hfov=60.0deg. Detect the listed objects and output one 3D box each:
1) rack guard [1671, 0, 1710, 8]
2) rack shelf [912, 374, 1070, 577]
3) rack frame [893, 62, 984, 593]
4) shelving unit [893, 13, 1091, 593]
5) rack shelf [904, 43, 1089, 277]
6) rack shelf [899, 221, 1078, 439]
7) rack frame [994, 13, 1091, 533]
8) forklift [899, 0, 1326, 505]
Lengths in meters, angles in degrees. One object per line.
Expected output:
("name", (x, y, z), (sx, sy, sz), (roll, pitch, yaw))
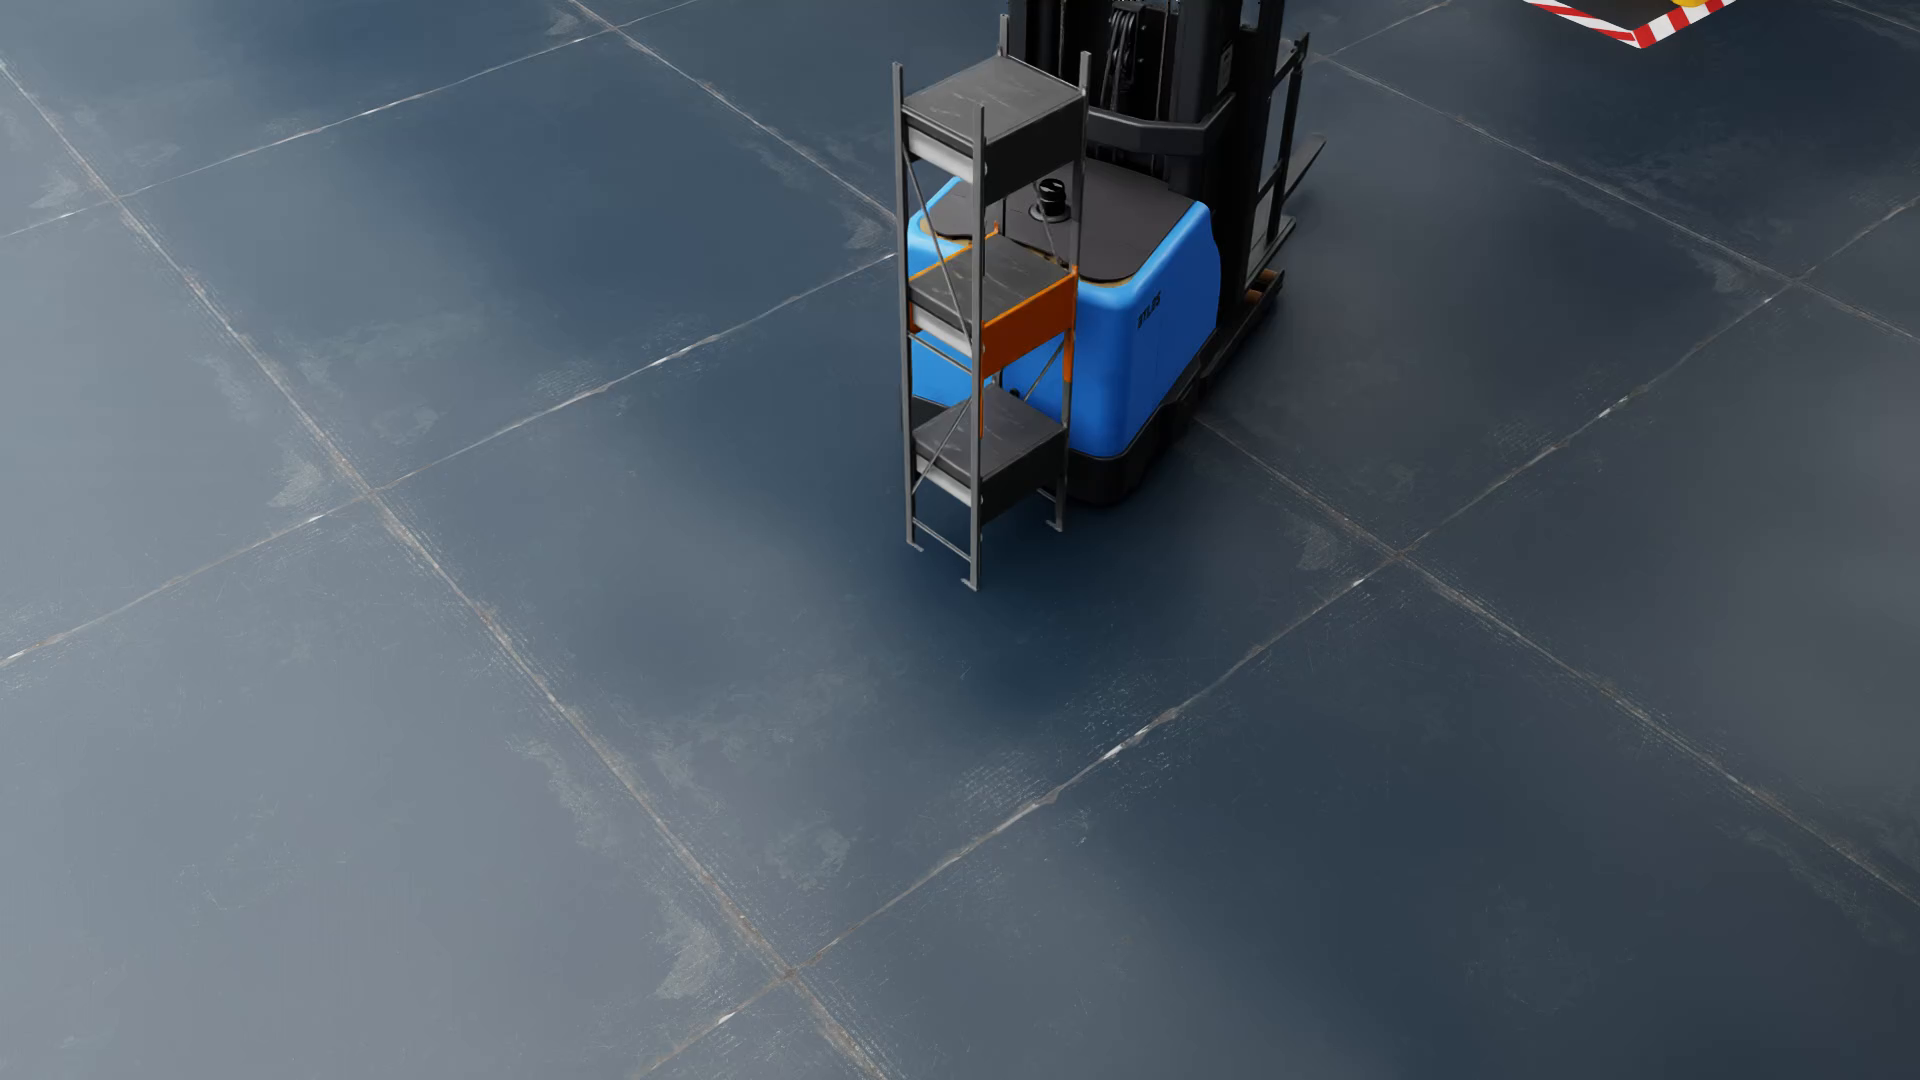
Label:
("rack guard", (4.252, -3.825, 10.458), (0.348, 0.500, 1.175), (-30, 51, -28))
("rack shelf", (0.104, -0.257, 6.532), (0.480, 0.518, 0.431), (-34, 53, -31))
("rack frame", (-0.070, -0.660, 5.919), (0.015, 2.100, 0.400), (-34, 53, -31))
("shelving unit", (0.104, -0.777, 6.043), (0.503, 2.100, 0.431), (-34, 53, -31))
("rack shelf", (0.104, -1.277, 5.573), (0.480, 0.518, 0.431), (-34, 53, -31))
("rack shelf", (0.104, -0.767, 6.053), (0.480, 0.518, 0.431), (-34, 53, -31))
("rack frame", (0.278, -0.894, 6.168), (0.015, 2.100, 0.400), (-34, 53, -31))
("forklift", (0.889, -2.216, 6.968), (1.130, 2.935, 3.031), (20, 47, 20))
